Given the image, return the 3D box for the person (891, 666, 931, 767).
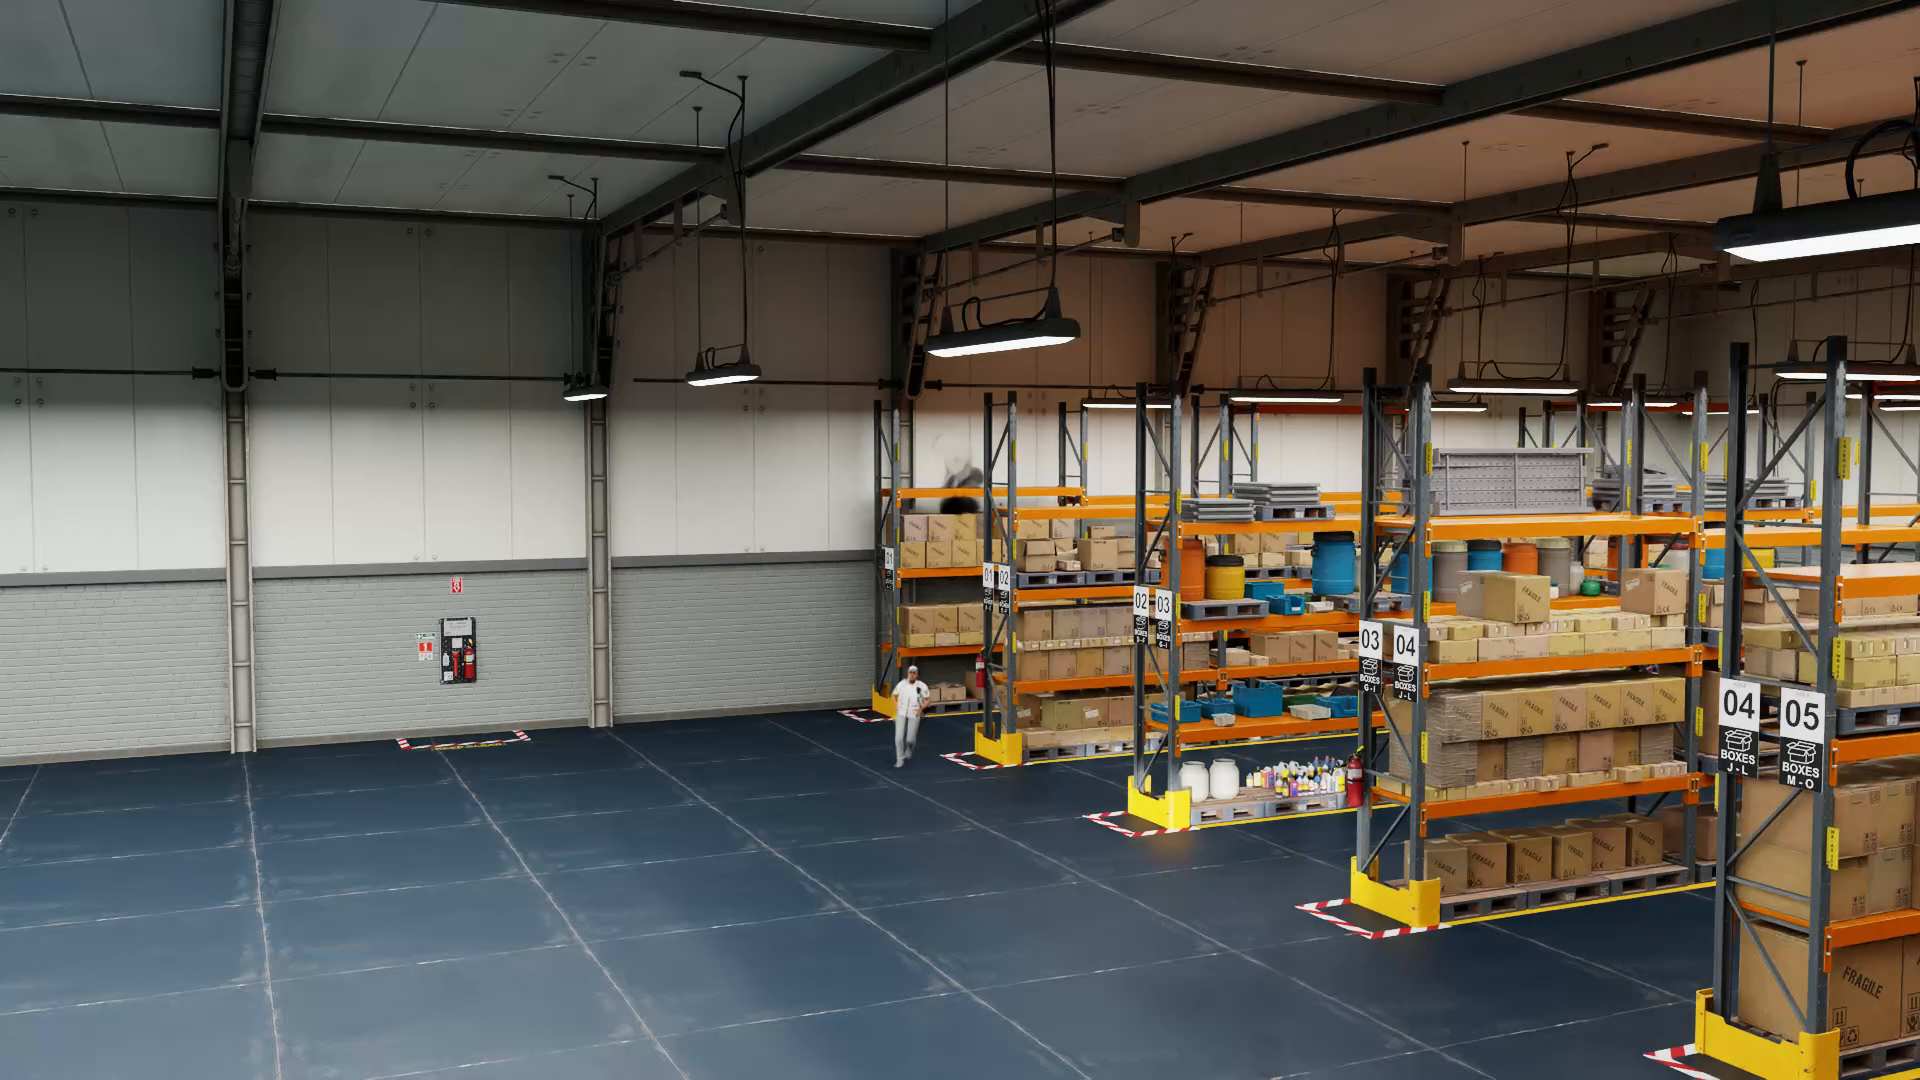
[{"bbox_3d":[-0.798,2.817,26.687,0.635,1.613,0.579,0,3,8],"label":"person"}]
